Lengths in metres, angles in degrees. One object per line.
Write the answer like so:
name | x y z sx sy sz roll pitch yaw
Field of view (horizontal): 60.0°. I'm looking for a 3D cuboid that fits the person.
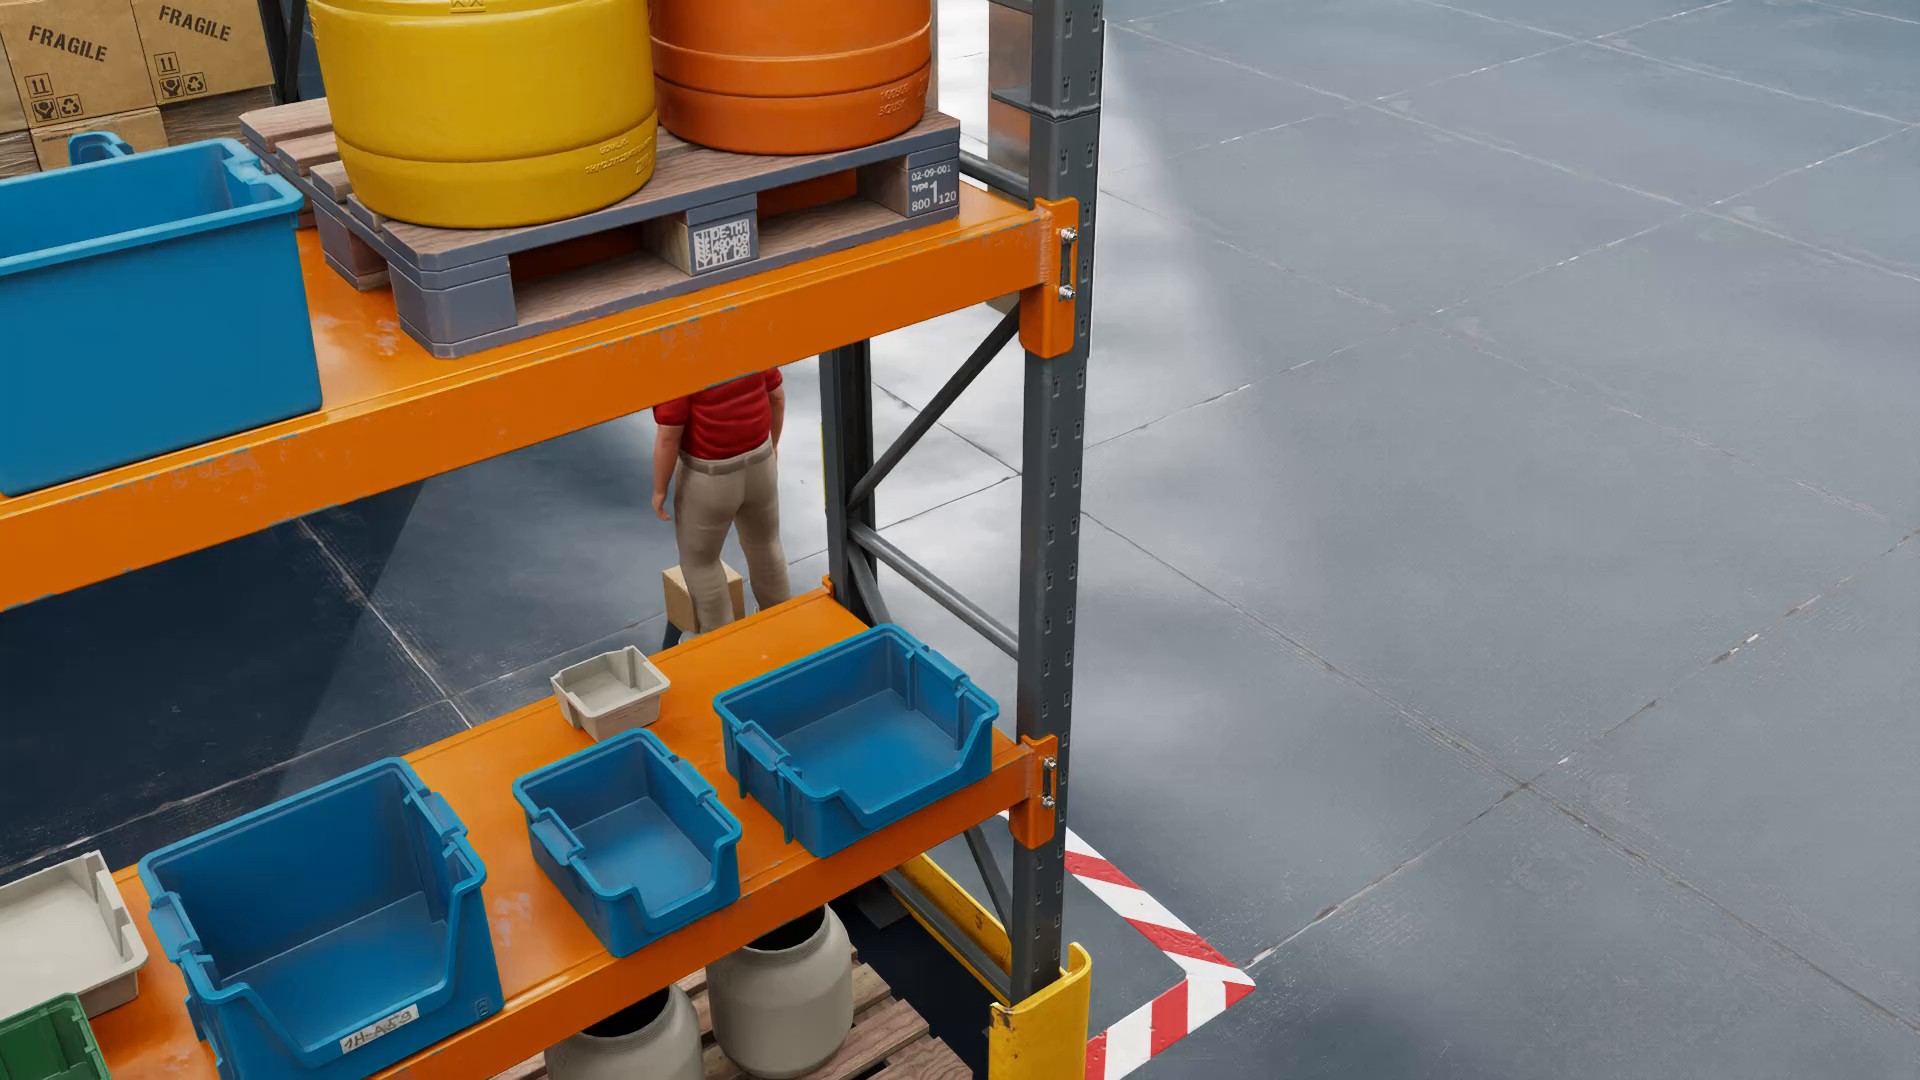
person | -0.945 -0.272 6.584 0.603 1.728 0.392 -24 39 -33
